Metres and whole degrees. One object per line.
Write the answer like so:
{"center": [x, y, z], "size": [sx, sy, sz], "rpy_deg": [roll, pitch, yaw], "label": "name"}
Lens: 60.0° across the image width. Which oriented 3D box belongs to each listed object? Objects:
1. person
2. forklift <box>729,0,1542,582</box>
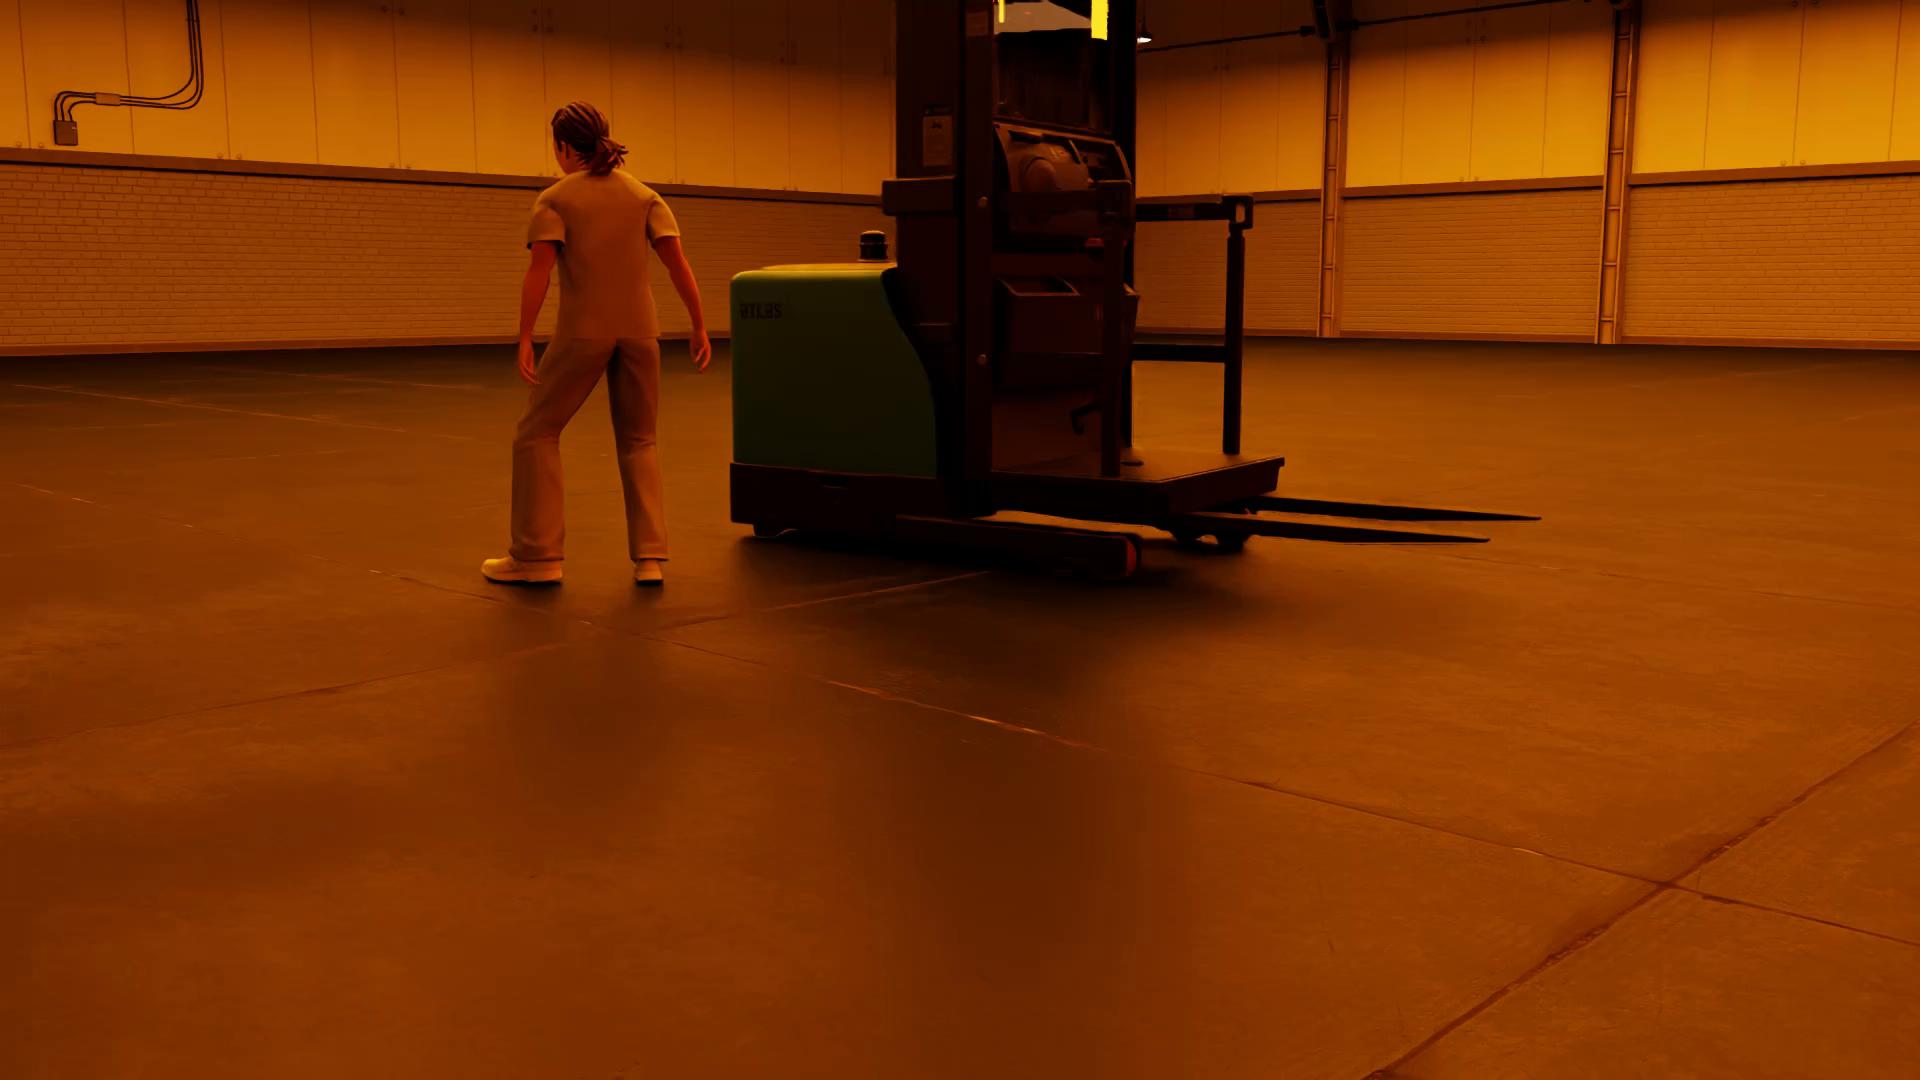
{"center": [-1.247, -0.667, 5.697], "size": [0.779, 1.645, 0.390], "rpy_deg": [-4, 9, -26], "label": "person"}
{"center": [0.574, -1.394, 6.133], "size": [3.031, 2.935, 1.130], "rpy_deg": [6, 10, 33], "label": "forklift"}
